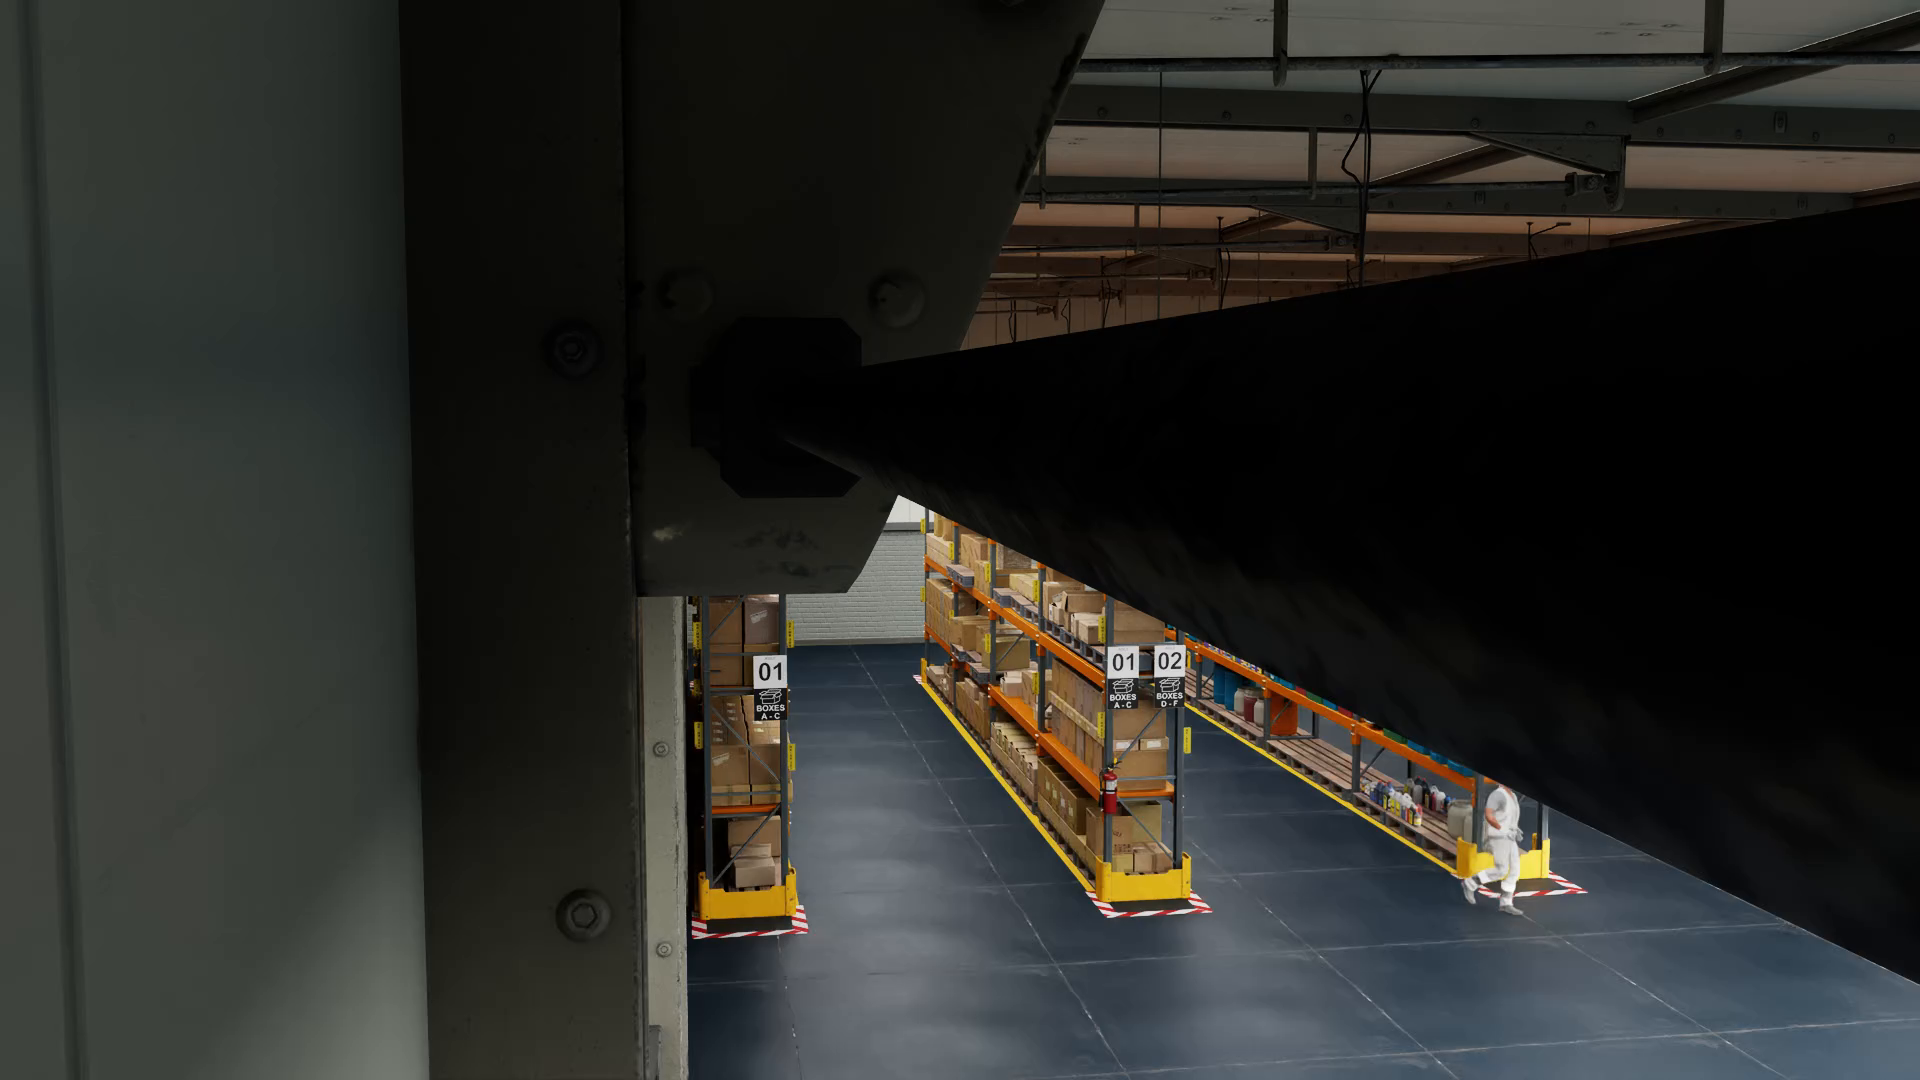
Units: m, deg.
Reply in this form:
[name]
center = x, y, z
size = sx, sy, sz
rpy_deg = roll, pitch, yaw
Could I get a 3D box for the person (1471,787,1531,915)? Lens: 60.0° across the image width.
[person]
center = 6.697, 3.672, 20.472
size = 0.607, 1.740, 0.729
rpy_deg = 3, 6, 34
